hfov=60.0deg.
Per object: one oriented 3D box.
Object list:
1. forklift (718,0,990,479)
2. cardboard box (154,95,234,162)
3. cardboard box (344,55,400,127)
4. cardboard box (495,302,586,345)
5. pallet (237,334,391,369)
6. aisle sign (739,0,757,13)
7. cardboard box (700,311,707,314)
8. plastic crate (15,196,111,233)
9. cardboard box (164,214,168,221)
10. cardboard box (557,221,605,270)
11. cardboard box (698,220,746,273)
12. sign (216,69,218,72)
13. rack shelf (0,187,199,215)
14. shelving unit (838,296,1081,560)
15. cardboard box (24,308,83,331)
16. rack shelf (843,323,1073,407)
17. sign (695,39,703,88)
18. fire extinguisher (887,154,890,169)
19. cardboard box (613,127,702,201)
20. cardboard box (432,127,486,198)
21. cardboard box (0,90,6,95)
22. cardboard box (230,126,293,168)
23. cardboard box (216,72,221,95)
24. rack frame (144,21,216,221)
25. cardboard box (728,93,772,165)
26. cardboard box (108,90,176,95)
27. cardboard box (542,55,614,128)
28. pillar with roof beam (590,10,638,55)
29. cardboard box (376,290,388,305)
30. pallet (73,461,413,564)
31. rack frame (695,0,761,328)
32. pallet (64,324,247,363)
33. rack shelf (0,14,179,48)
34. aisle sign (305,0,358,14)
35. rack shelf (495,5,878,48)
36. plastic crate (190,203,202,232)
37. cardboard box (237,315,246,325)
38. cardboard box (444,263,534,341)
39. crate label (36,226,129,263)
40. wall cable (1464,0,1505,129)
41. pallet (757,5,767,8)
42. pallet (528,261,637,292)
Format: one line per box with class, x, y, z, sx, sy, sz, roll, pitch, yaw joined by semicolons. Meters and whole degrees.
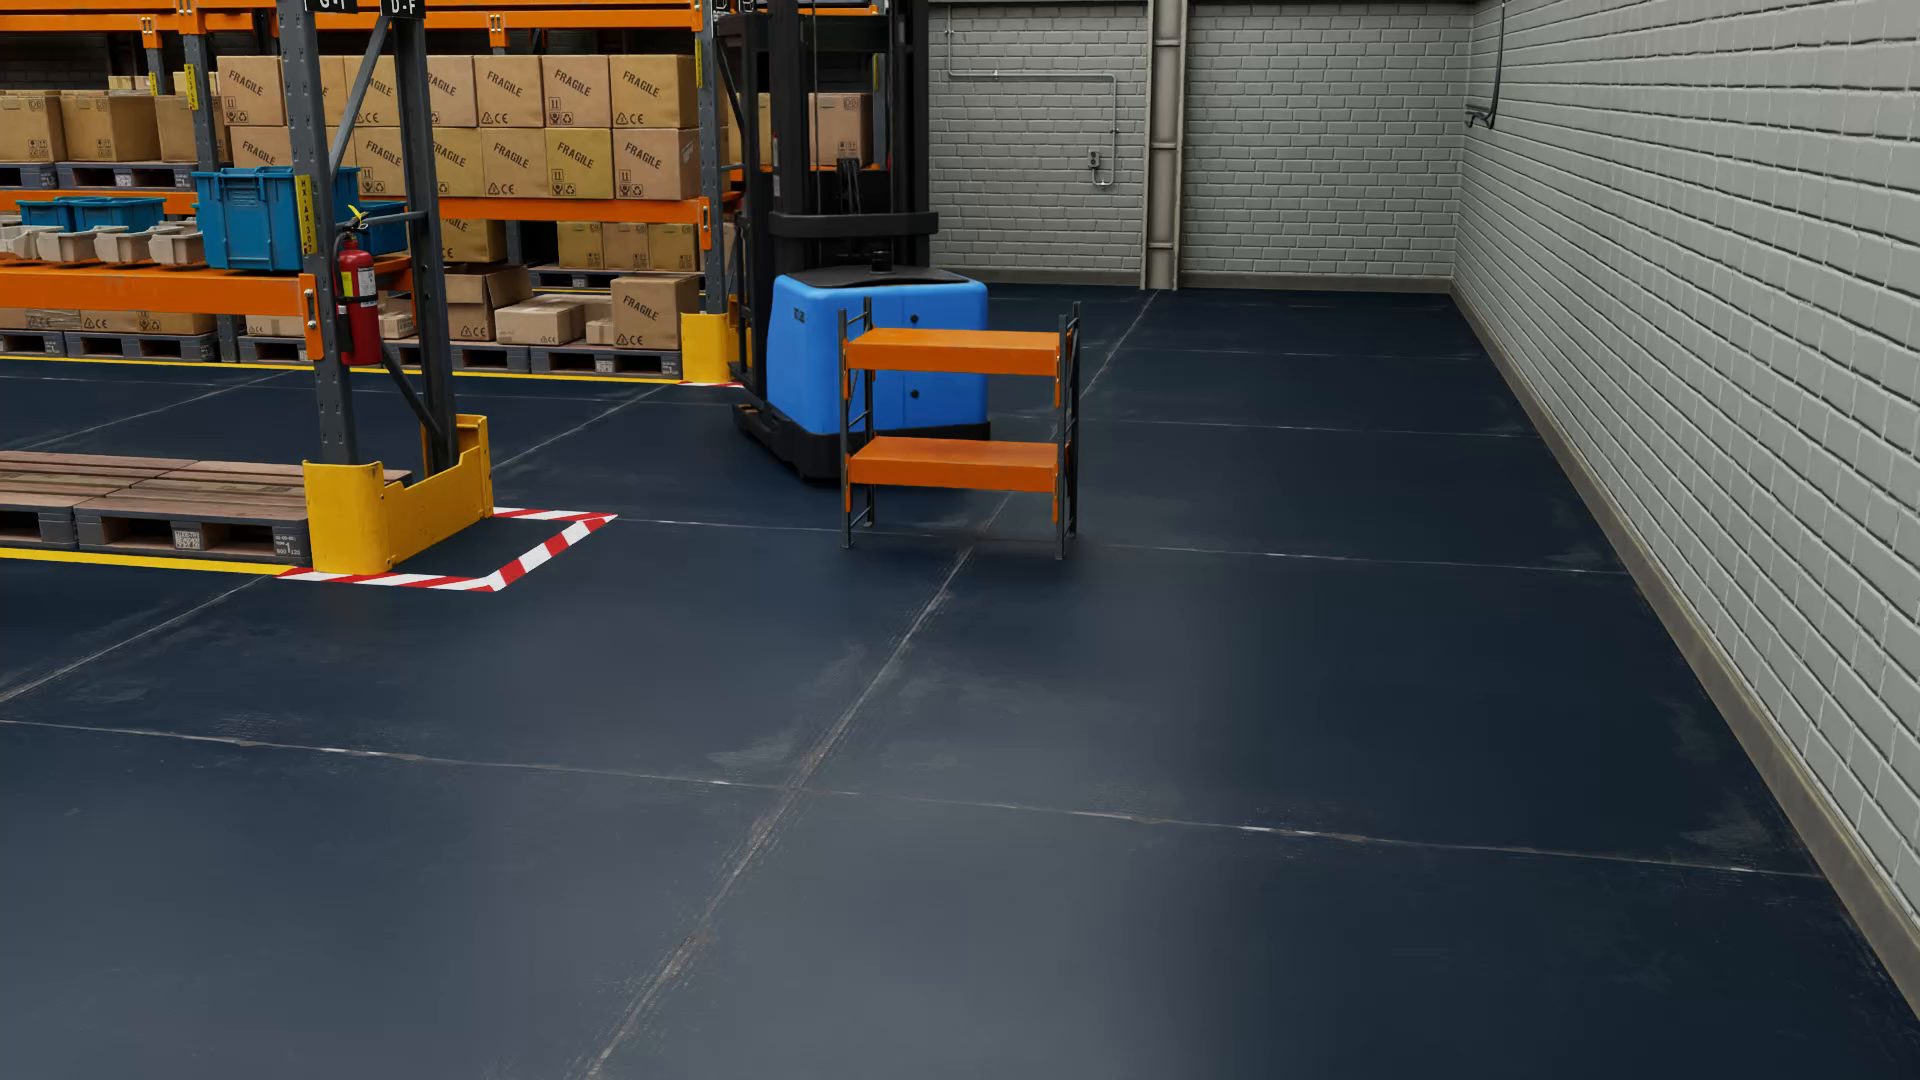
forklift;-0.803;-2.093;10.057;1.130;2.935;3.031;-5;16;-19
cardboard box;-6.021;-3.286;13.261;0.500;0.500;0.700;-2;16;-8
cardboard box;-4.187;-3.328;12.328;0.500;0.500;0.500;3;16;9
cardboard box;-3.189;-1.649;12.651;0.500;0.250;0.500;3;16;11
pallet;-4.929;-1.571;13.268;1.213;0.211;1.003;3;16;11
aisle sign;-1.556;-4.065;12.178;0.004;0.787;0.394;3;16;11
cardboard box;-2.024;-1.689;12.987;0.250;0.149;0.380;3;16;11
plastic crate;-4.433;-1.577;8.266;0.300;0.233;0.416;3;16;11
cardboard box;-9.254;-3.492;18.840;0.500;0.500;0.700;3;16;12
cardboard box;-3.906;-3.179;17.745;0.500;0.500;0.700;3;16;12
cardboard box;-2.388;-3.097;17.449;0.500;0.500;0.700;3;16;9
sign;-8.431;-5.164;18.846;0.005;0.325;0.100;3;16;11
rack shelf;-7.562;-2.711;13.509;4.000;0.370;1.077;3;16;11
shelving unit;0.007;-0.542;7.841;1.048;1.125;0.538;3;16;11
cardboard box;-7.116;-1.966;13.327;0.500;0.500;0.500;3;16;12
rack shelf;0.007;-0.824;7.762;1.000;0.278;0.538;3;16;11
sign;-1.812;-3.305;11.543;0.005;0.325;0.100;3;16;11
fire extinguisher;-0.643;-3.689;16.535;0.183;0.674;0.296;3;16;11
cardboard box;-2.175;-2.740;12.076;0.500;0.500;0.500;4;16;13
cardboard box;-3.666;-2.821;12.370;0.500;0.500;0.500;3;16;10
cardboard box;-10.768;-4.839;18.831;0.500;0.500;0.700;5;16;19
cardboard box;-5.156;-2.901;12.660;0.500;0.500;0.500;4;16;13
cardboard box;-7.618;-4.903;17.887;0.500;0.250;0.500;3;16;10
rack frame;-8.538;-4.460;18.476;0.127;3.000;1.000;3;16;11
cardboard box;-1.915;-4.240;17.117;0.700;0.700;0.980;3;16;11
cardboard box;-9.000;-4.743;18.484;0.500;0.500;0.700;1;16;5
cardboard box;-2.668;-3.247;12.036;0.500;0.500;0.500;4;16;13
pillar with roof beam;-4.618;-6.202;13.523;0.400;9.000;9.100;3;16;11
cardboard box;-4.987;-2.003;13.462;0.500;0.500;0.500;3;16;11
pallet;-3.473;-0.153;8.150;1.213;0.211;1.003;3;16;11
rack frame;-1.682;-2.739;12.260;0.127;3.000;1.000;3;16;11
pallet;-6.406;-1.641;13.521;1.213;0.211;1.003;3;16;11
rack shelf;-10.498;-5.666;18.555;4.000;0.370;1.077;3;16;11
aisle sign;-2.660;-2.616;6.946;0.004;0.787;0.394;3;16;11
rack shelf;-2.658;-5.240;17.019;4.000;0.370;1.077;3;16;11
plastic crate;-3.494;-1.526;8.082;0.300;0.233;0.416;3;16;11
cardboard box;-6.027;-2.048;13.627;0.500;0.500;0.500;2;16;9
cardboard box;-3.760;-1.862;12.947;0.637;0.503;0.797;3;16;11
crate label;-4.067;-1.369;7.696;0.243;0.136;0.396;3;16;11
wall cable;4.773;-5.035;15.129;0.112;2.526;3.097;3;16;11
pallet;-2.627;-5.539;16.915;1.213;0.211;1.003;3;16;11
pallet;-3.889;-2.843;17.860;1.213;0.211;1.003;3;16;11
